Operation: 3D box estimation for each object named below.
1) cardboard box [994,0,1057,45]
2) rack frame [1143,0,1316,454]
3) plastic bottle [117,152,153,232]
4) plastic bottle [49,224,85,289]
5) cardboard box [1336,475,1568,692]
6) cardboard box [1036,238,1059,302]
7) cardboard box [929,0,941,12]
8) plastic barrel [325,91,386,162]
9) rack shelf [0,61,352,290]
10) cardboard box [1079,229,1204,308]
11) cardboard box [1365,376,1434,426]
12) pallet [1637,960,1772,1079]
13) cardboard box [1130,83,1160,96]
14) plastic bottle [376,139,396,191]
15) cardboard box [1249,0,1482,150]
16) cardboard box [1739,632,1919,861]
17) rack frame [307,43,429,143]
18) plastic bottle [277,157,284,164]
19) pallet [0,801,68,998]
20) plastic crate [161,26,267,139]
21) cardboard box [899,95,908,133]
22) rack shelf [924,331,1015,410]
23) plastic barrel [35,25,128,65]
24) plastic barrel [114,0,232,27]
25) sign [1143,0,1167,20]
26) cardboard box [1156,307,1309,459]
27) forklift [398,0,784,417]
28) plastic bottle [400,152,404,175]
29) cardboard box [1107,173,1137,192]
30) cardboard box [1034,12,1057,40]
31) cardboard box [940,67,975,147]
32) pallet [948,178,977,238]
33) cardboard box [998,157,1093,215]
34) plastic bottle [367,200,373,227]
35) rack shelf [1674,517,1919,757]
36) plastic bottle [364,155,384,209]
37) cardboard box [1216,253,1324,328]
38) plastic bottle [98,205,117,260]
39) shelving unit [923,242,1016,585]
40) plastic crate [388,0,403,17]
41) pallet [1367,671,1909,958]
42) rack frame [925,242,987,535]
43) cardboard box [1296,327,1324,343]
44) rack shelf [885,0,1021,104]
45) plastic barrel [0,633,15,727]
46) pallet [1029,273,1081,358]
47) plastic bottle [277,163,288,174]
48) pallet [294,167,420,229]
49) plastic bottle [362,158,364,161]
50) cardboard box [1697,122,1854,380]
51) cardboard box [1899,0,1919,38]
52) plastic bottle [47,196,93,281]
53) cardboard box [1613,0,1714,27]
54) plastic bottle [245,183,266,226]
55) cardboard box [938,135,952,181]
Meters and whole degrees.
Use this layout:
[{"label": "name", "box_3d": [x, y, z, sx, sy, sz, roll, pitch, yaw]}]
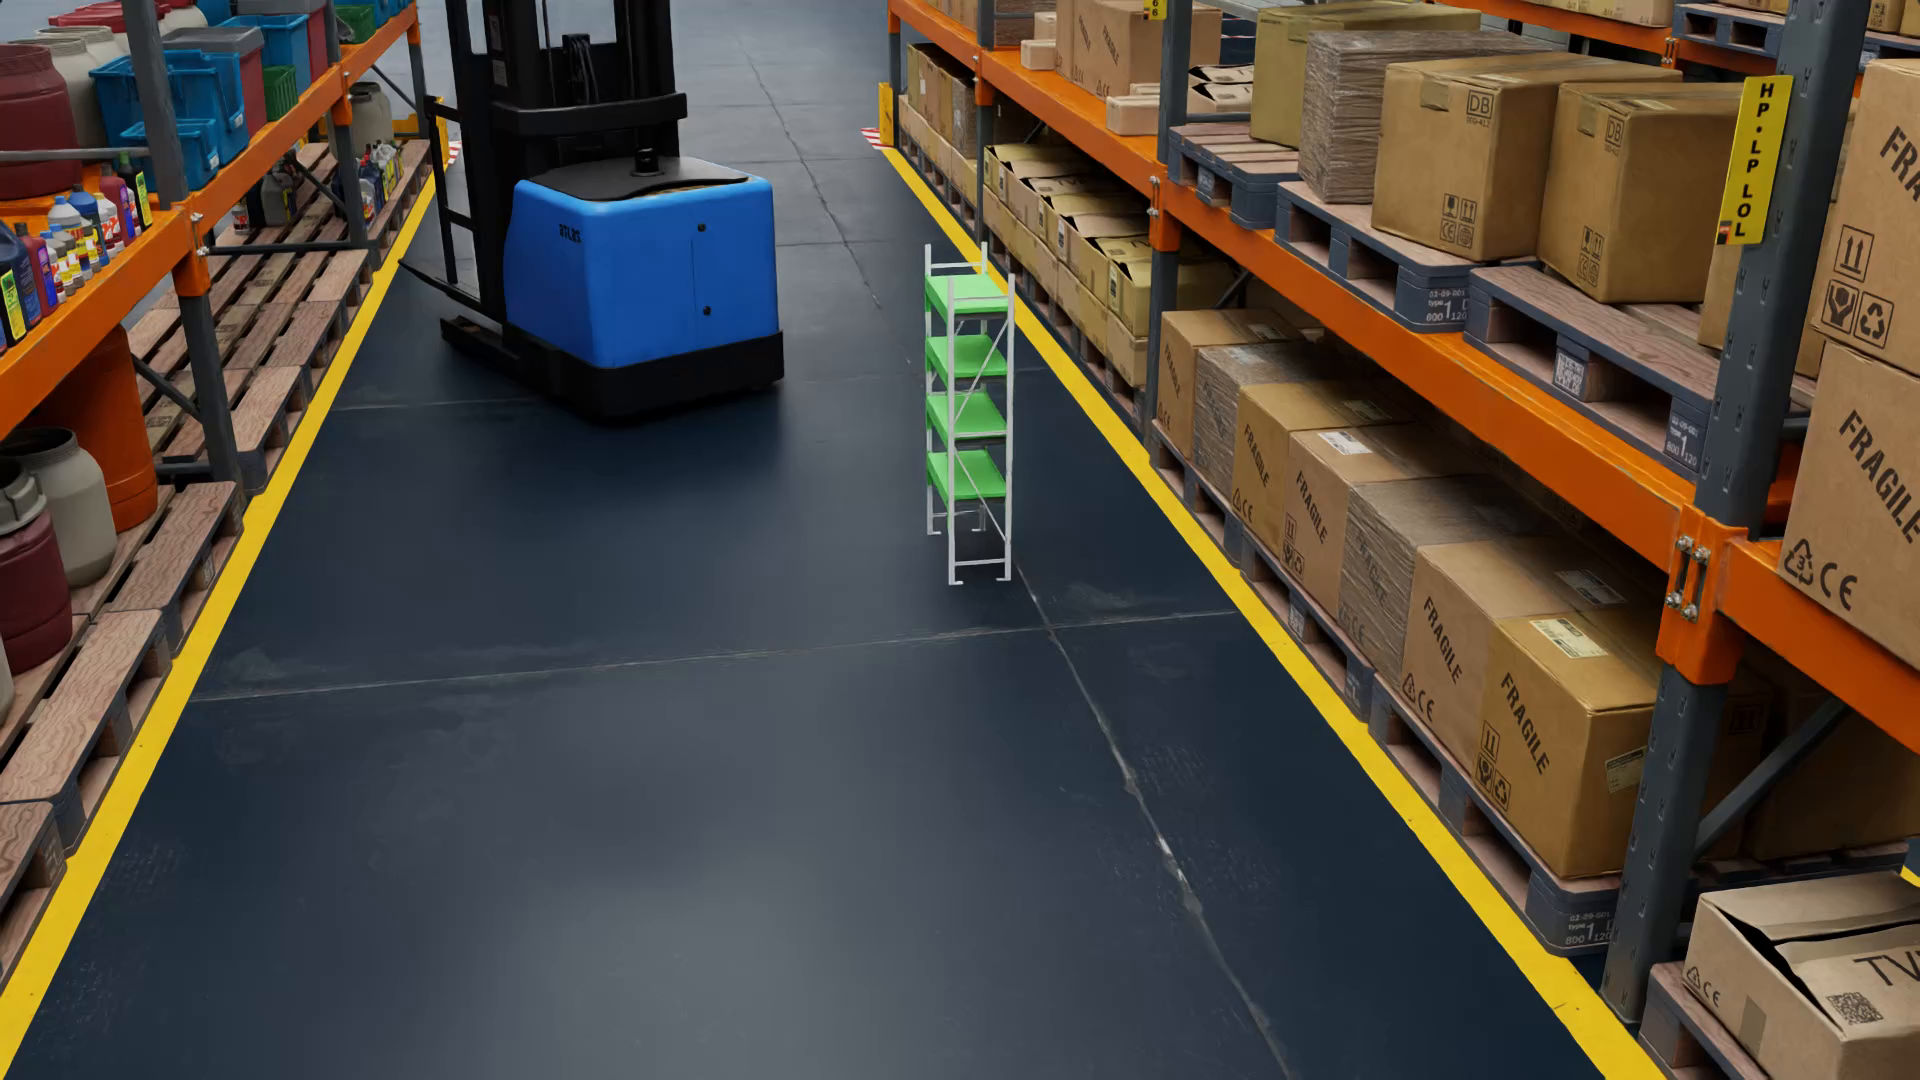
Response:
[{"label": "cardboard box", "box_3d": [0.527, -3.617, 11.160, 0.700, 0.500, 0.500, -5, 24, -11]}, {"label": "rack frame", "box_3d": [1.355, -1.824, 7.179, 1.000, 3.000, 0.127, -4, 24, -10]}, {"label": "plastic bottle", "box_3d": [-3.020, -1.278, 6.074, 0.061, 0.283, 0.133, -4, 24, -10]}, {"label": "plastic bottle", "box_3d": [-2.884, -0.912, 5.338, 0.097, 0.201, 0.097, 0, 24, 0]}, {"label": "cardboard box", "box_3d": [1.546, 0.128, 5.283, 0.500, 0.500, 0.500, -4, 24, -9]}, {"label": "cardboard box", "box_3d": [0.731, -1.548, 9.458, 0.500, 0.250, 0.500, -4, 24, -9]}, {"label": "cardboard box", "box_3d": [0.137, -4.430, 13.021, 0.700, 0.500, 0.500, -4, 24, -9]}, {"label": "plastic barrel", "box_3d": [-4.704, -3.208, 12.931, 0.421, 0.512, 0.421, 0, 24, 0]}, {"label": "rack shelf", "box_3d": [-3.884, -1.916, 8.288, 1.077, 0.370, 4.000, -4, 24, -10]}, {"label": "cardboard box", "box_3d": [0.914, -1.405, 8.430, 0.500, 0.311, 0.500, -5, 24, -11]}, {"label": "cardboard box", "box_3d": [1.854, -0.326, 6.323, 0.500, 0.500, 0.500, -5, 24, -12]}, {"label": "pallet", "box_3d": [2.221, 1.297, 3.516, 1.003, 0.211, 1.213, -4, 24, -10]}, {"label": "cardboard box", "box_3d": [1.064, -2.207, 8.368, 0.380, 0.149, 0.250, -3, 24, -6]}, {"label": "plastic bottle", "box_3d": [-4.143, -2.683, 11.905, 0.144, 0.351, 0.185, -3, 24, -8]}, {"label": "cardboard box", "box_3d": [1.582, -1.823, 6.527, 0.700, 0.500, 0.500, -13, 27, -27]}, {"label": "cardboard box", "box_3d": [2.245, 0.485, 4.466, 0.500, 0.500, 0.500, -5, 24, -12]}, {"label": "rack frame", "box_3d": [-4.993, -4.606, 13.548, 1.000, 3.000, 0.127, -4, 24, -10]}, {"label": "plastic bottle", "box_3d": [-4.882, -2.647, 11.922, 0.097, 0.271, 0.097, 0, 24, 0]}, {"label": "pallet", "box_3d": [-2.876, 1.086, 4.001, 1.003, 0.211, 1.213, -4, 24, -10]}, {"label": "plastic crate", "box_3d": [-3.512, -2.147, 7.837, 0.402, 0.464, 0.583, -4, 24, -10]}, {"label": "cardboard box", "box_3d": [-0.244, -3.676, 14.330, 0.500, 0.250, 0.500, -4, 24, -10]}, {"label": "rack shelf", "box_3d": [0.031, -0.646, 6.290, 0.258, 0.148, 0.480, -4, 24, -10]}, {"label": "plastic barrel", "box_3d": [-3.992, -2.065, 7.590, 0.421, 0.512, 0.421, 0, 24, 0]}, {"label": "plastic barrel", "box_3d": [-4.480, -3.088, 9.446, 0.600, 0.901, 0.708, -4, 24, -10]}, {"label": "sign", "box_3d": [0.810, -2.312, 6.850, 0.100, 0.325, 0.005, -4, 24, -10]}, {"label": "cardboard box", "box_3d": [1.158, -0.680, 7.133, 0.500, 0.500, 0.500, -3, 24, -7]}, {"label": "forklift", "box_3d": [-2.208, -2.451, 8.700, 1.130, 2.935, 3.031, -18, 29, -35]}, {"label": "plastic bottle", "box_3d": [-4.223, -2.835, 12.440, 0.097, 0.201, 0.097, 0, 24, 0]}, {"label": "cardboard box", "box_3d": [1.164, -2.048, 9.902, 0.500, 0.311, 0.500, -4, 24, -10]}, {"label": "cardboard box", "box_3d": [0.749, -3.138, 10.376, 0.500, 0.250, 0.500, -3, 24, -6]}, {"label": "cardboard box", "box_3d": [0.137, -3.234, 12.380, 0.500, 0.500, 0.500, -4, 24, -10]}, {"label": "pallet", "box_3d": [0.509, -2.436, 12.063, 1.003, 0.211, 1.213, -4, 24, -10]}, {"label": "cardboard box", "box_3d": [0.534, -2.209, 10.269, 0.500, 0.311, 0.500, -5, 24, -10]}, {"label": "plastic bottle", "box_3d": [-3.900, -2.149, 10.870, 0.097, 0.201, 0.097, 0, 24, 0]}, {"label": "rack shelf", "box_3d": [2.464, 0.865, 1.919, 1.077, 0.370, 4.000, -4, 24, -10]}, {"label": "plastic bottle", "box_3d": [-4.030, -2.443, 11.355, 0.144, 0.351, 0.185, -5, 24, -12]}, {"label": "cardboard box", "box_3d": [1.547, -1.241, 8.055, 0.500, 0.311, 0.500, -4, 24, -8]}, {"label": "plastic bottle", "box_3d": [-2.956, -1.065, 5.688, 0.097, 0.201, 0.097, 0, 24, 0]}, {"label": "shelving unit", "box_3d": [0.031, -0.485, 6.361, 0.258, 1.200, 0.503, -4, 24, -10]}, {"label": "plastic crate", "box_3d": [-4.492, -4.107, 12.592, 0.499, 0.251, 0.408, -4, 24, -10]}, {"label": "pallet", "box_3d": [1.907, 0.710, 4.861, 1.003, 0.211, 1.213, -4, 24, -10]}, {"label": "rack frame", "box_3d": [-0.015, -0.581, 6.581, 0.240, 1.200, 0.015, -4, 24, -10]}, {"label": "cardboard box", "box_3d": [1.547, -0.984, 8.167, 0.500, 0.250, 0.500, -4, 24, -10]}, {"label": "rack shelf", "box_3d": [0.245, -3.855, 12.727, 1.077, 0.370, 4.000, -4, 24, -10]}, {"label": "plastic barrel", "box_3d": [-3.005, 0.339, 4.809, 0.421, 0.512, 0.421, 0, 24, 0]}, {"label": "pallet", "box_3d": [1.019, -1.352, 9.582, 1.003, 0.211, 1.213, -4, 24, -10]}, {"label": "plastic bottle", "box_3d": [-4.655, -2.441, 11.437, 0.061, 0.283, 0.133, -4, 24, -10]}, {"label": "pallet", "box_3d": [-4.566, -2.503, 12.217, 1.003, 0.211, 1.213, -4, 24, -10]}, {"label": "plastic bottle", "box_3d": [-4.296, -2.663, 12.046, 0.097, 0.201, 0.097, 0, 24, 0]}, {"label": "cardboard box", "box_3d": [2.227, -0.692, 3.937, 0.700, 0.500, 0.500, -13, 27, -27]}, {"label": "cardboard box", "box_3d": [5.873, -3.112, 9.454, 0.700, 0.500, 0.500, -4, 24, -10]}, {"label": "plastic bottle", "box_3d": [-2.902, -0.982, 5.411, 0.097, 0.271, 0.097, 0, 24, 0]}, {"label": "cardboard box", "box_3d": [5.097, -3.870, 12.026, 0.500, 0.250, 0.500, -4, 24, -10]}, {"label": "plastic bottle", "box_3d": [-4.656, -2.252, 10.919, 0.144, 0.351, 0.185, -5, 24, -11]}, {"label": "cardboard box", "box_3d": [0.125, -2.889, 12.528, 0.500, 0.250, 0.500, -4, 24, -10]}]
